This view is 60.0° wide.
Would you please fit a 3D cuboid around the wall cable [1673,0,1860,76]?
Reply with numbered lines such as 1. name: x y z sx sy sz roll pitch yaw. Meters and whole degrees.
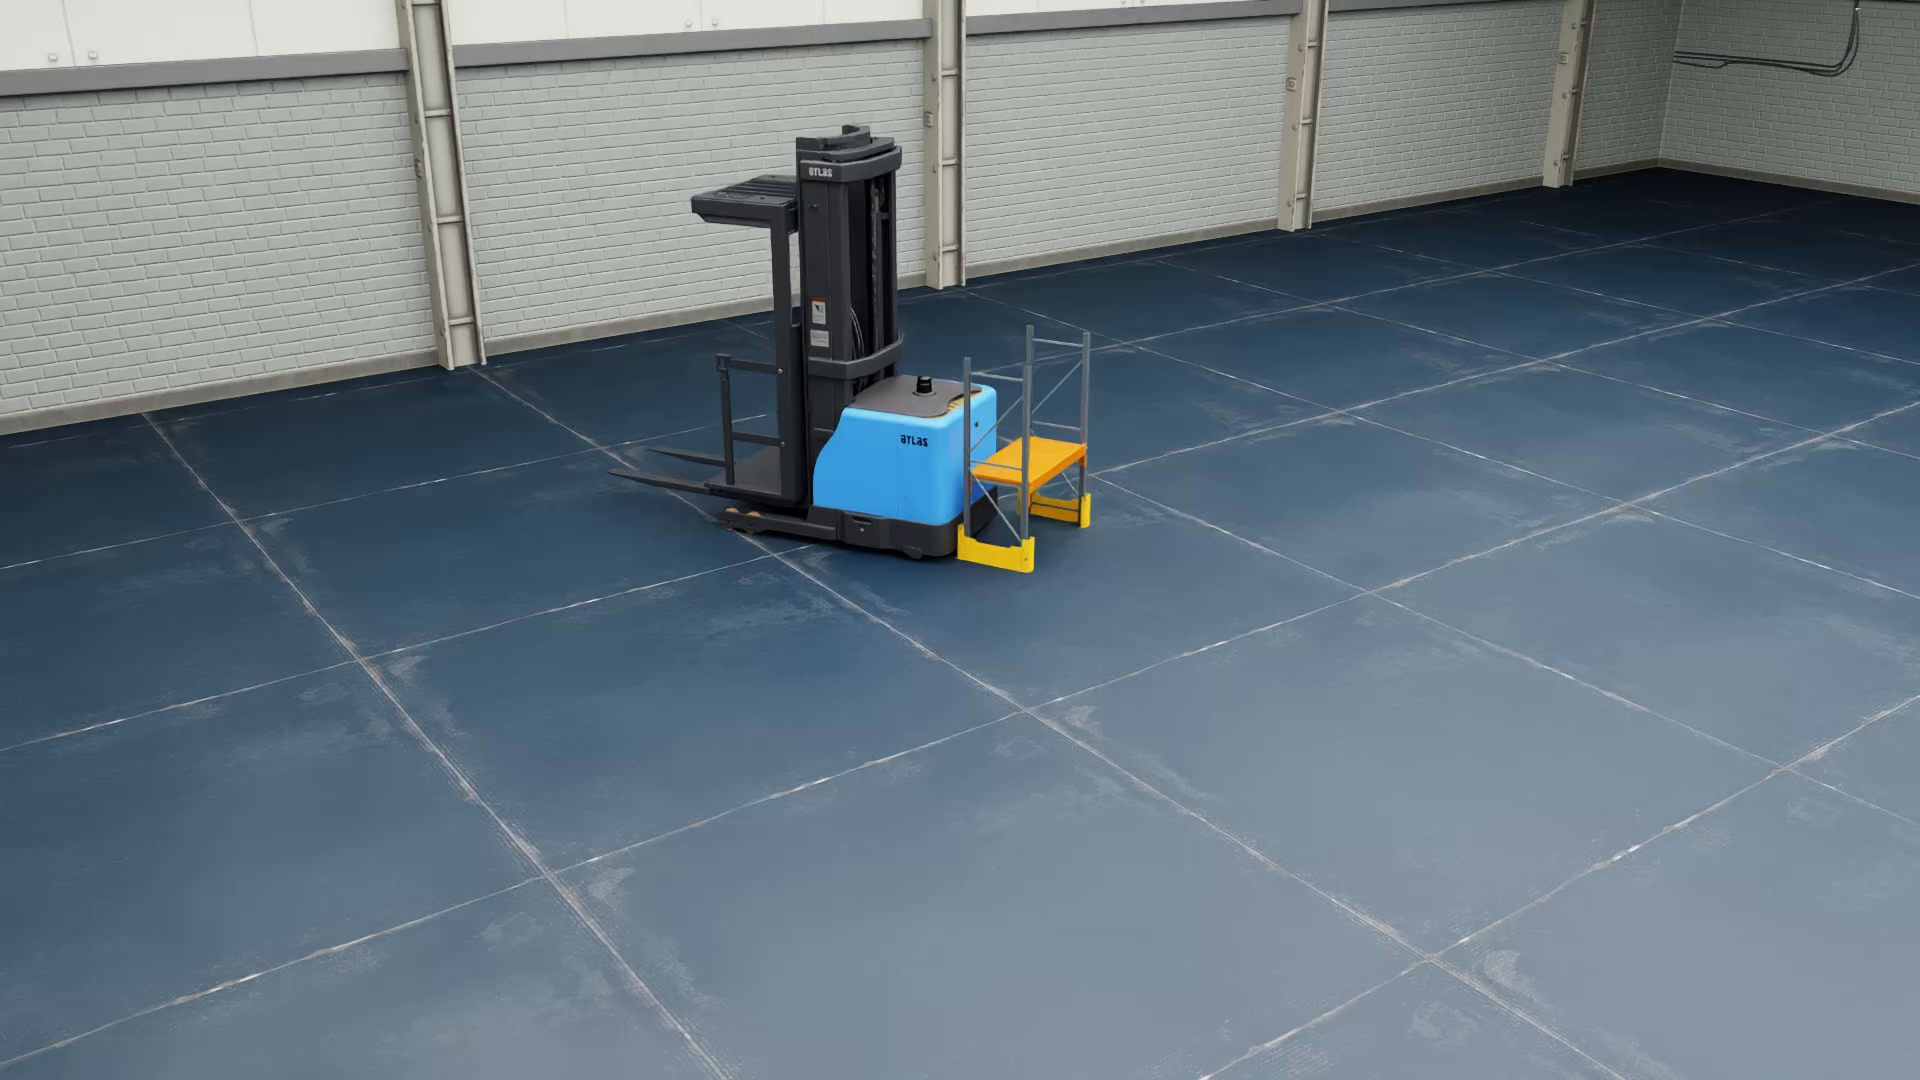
1. wall cable: 12.725 -8.663 26.155 0.112 2.526 3.097 -15 26 -33

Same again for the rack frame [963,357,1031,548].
1. rack frame: 0.252 -0.522 11.682 0.500 1.500 0.032 11 24 25

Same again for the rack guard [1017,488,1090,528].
1. rack guard: 0.714 -0.269 12.734 0.587 0.250 0.087 11 24 25

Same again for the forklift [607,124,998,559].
1. forklift: -1.275 -1.573 12.383 3.031 2.935 1.130 10 24 23

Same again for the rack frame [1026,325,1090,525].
1. rack frame: 0.723 -0.856 12.518 0.500 1.500 0.032 11 24 25

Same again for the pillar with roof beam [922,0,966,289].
1. pillar with roof beam: 2.334 -5.973 15.224 0.400 9.000 9.100 -15 26 -33

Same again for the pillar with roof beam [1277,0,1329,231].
1. pillar with roof beam: 7.205 -7.272 18.478 0.400 9.000 9.100 -15 26 -33

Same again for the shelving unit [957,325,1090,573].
1. shelving unit: 0.483 -0.686 12.093 0.587 1.500 1.083 11 24 25

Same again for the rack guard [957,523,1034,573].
1. rack guard: 0.253 0.058 11.914 0.587 0.250 0.087 11 24 25

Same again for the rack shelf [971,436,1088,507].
1. rack shelf: 0.487 -0.522 12.167 0.538 0.185 1.000 11 24 25

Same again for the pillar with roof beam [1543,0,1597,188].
1. pillar with roof beam: 12.075 -8.571 21.733 0.400 9.000 9.100 -15 26 -33

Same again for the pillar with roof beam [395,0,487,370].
1. pillar with roof beam: -2.536 -4.675 11.969 0.400 9.000 9.100 -15 26 -33
